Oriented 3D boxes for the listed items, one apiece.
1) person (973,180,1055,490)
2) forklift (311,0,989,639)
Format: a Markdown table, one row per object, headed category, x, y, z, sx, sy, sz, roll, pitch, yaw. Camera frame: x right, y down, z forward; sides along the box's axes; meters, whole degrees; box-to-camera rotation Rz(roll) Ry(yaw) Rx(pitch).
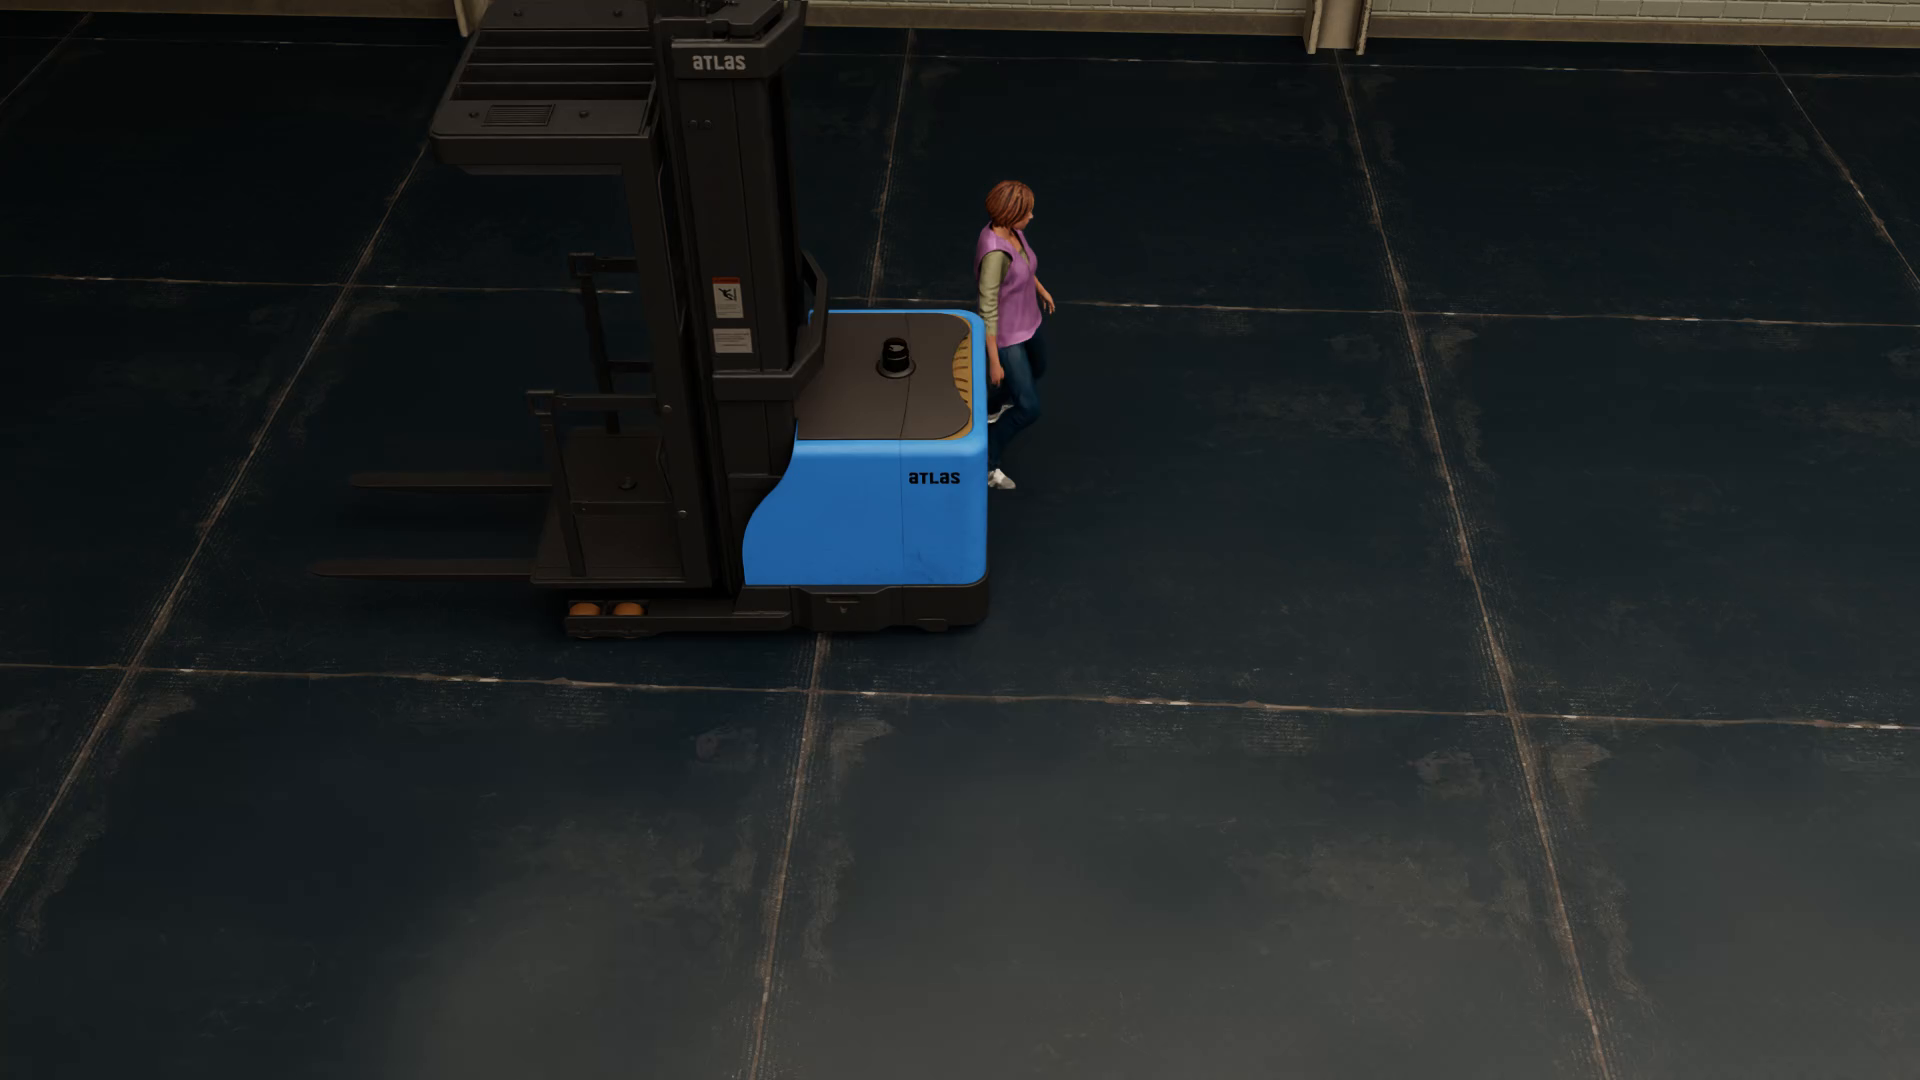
| category | x | y | z | sx | sy | sz | roll | pitch | yaw |
| --- | --- | --- | --- | --- | --- | --- | --- | --- | --- |
| person | 0.224 | -1.002 | 7.921 | 0.459 | 1.538 | 0.710 | 13 | 44 | 13 |
| forklift | -1.389 | -1.000 | 6.838 | 3.031 | 2.935 | 1.130 | 0 | 42 | 0 |
